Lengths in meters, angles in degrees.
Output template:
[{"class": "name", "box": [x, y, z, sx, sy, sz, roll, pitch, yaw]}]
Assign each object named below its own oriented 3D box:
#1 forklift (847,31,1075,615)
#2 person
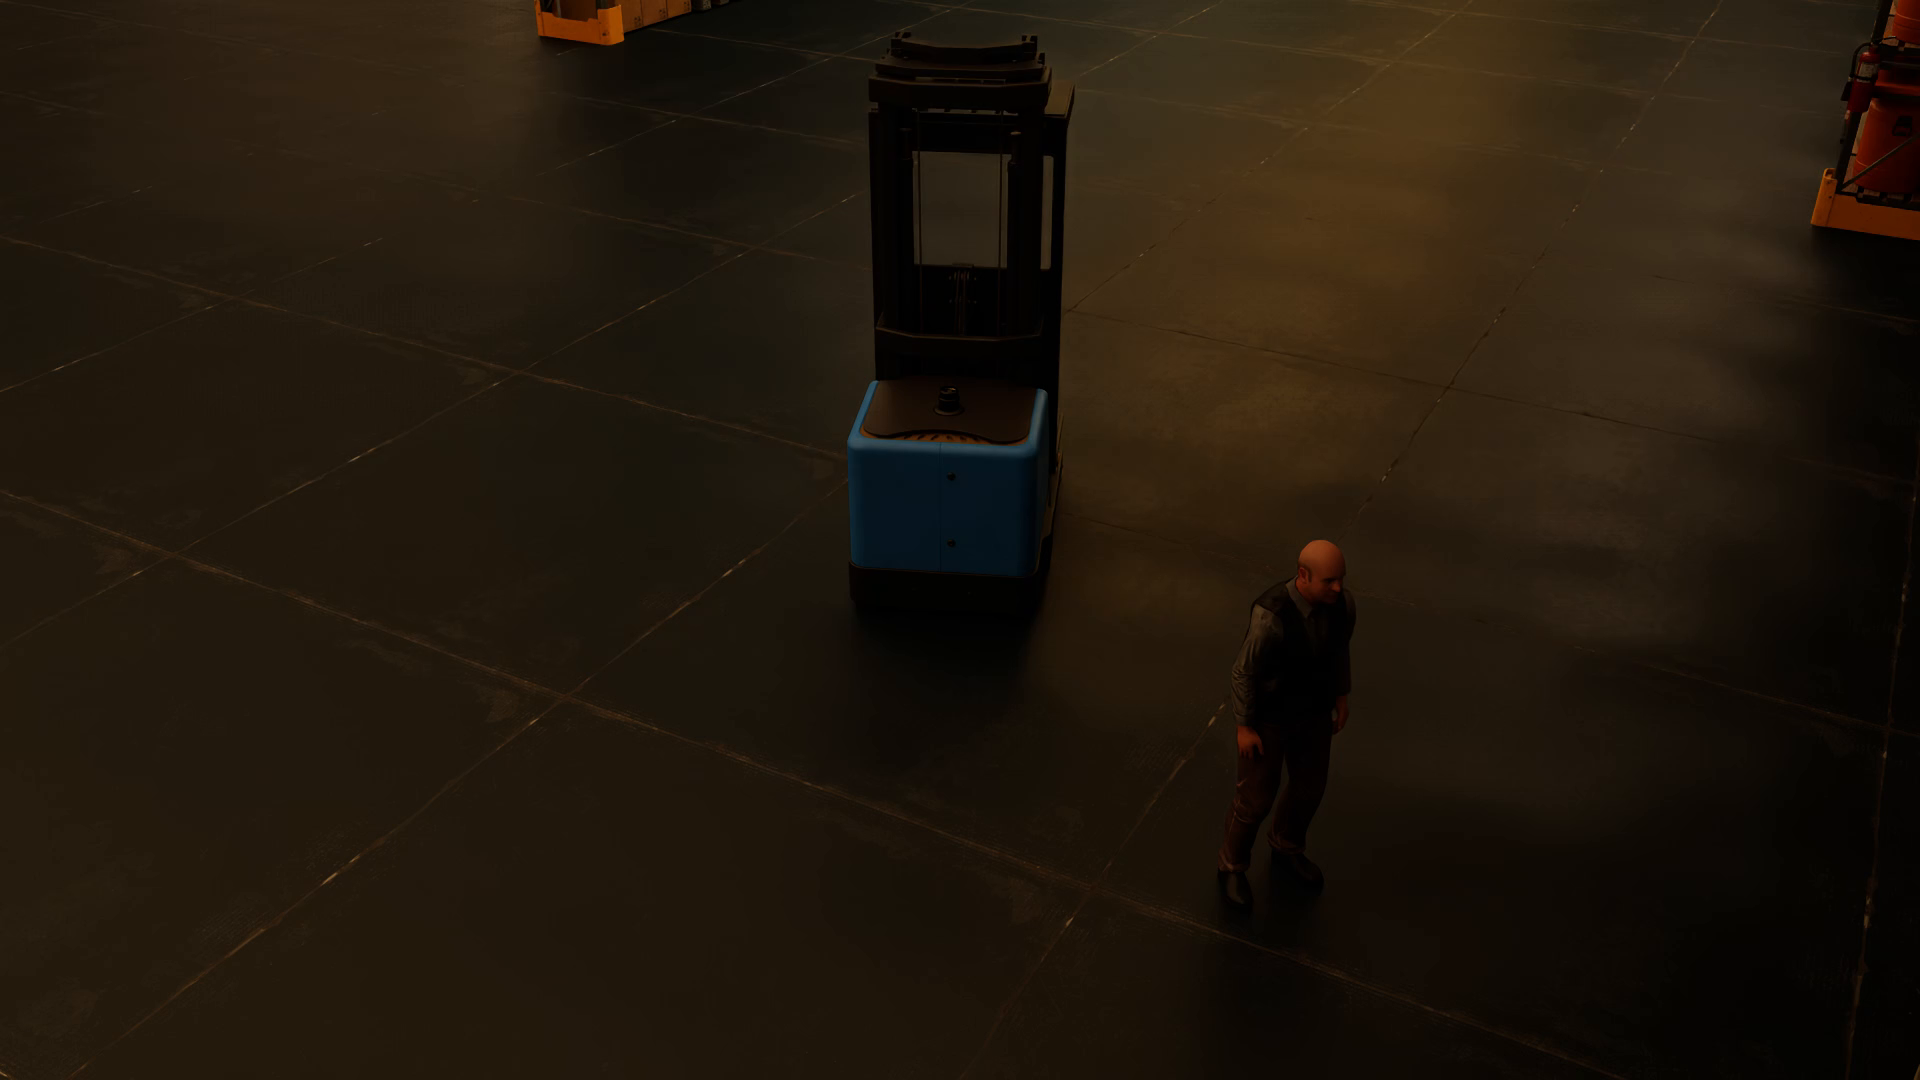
[{"class": "forklift", "box": [0.072, -1.572, 9.794, 1.130, 2.935, 3.031, 3, 30, 6]}, {"class": "person", "box": [1.379, 0.731, 7.015, 0.590, 1.722, 0.415, -13, 33, -22]}]
